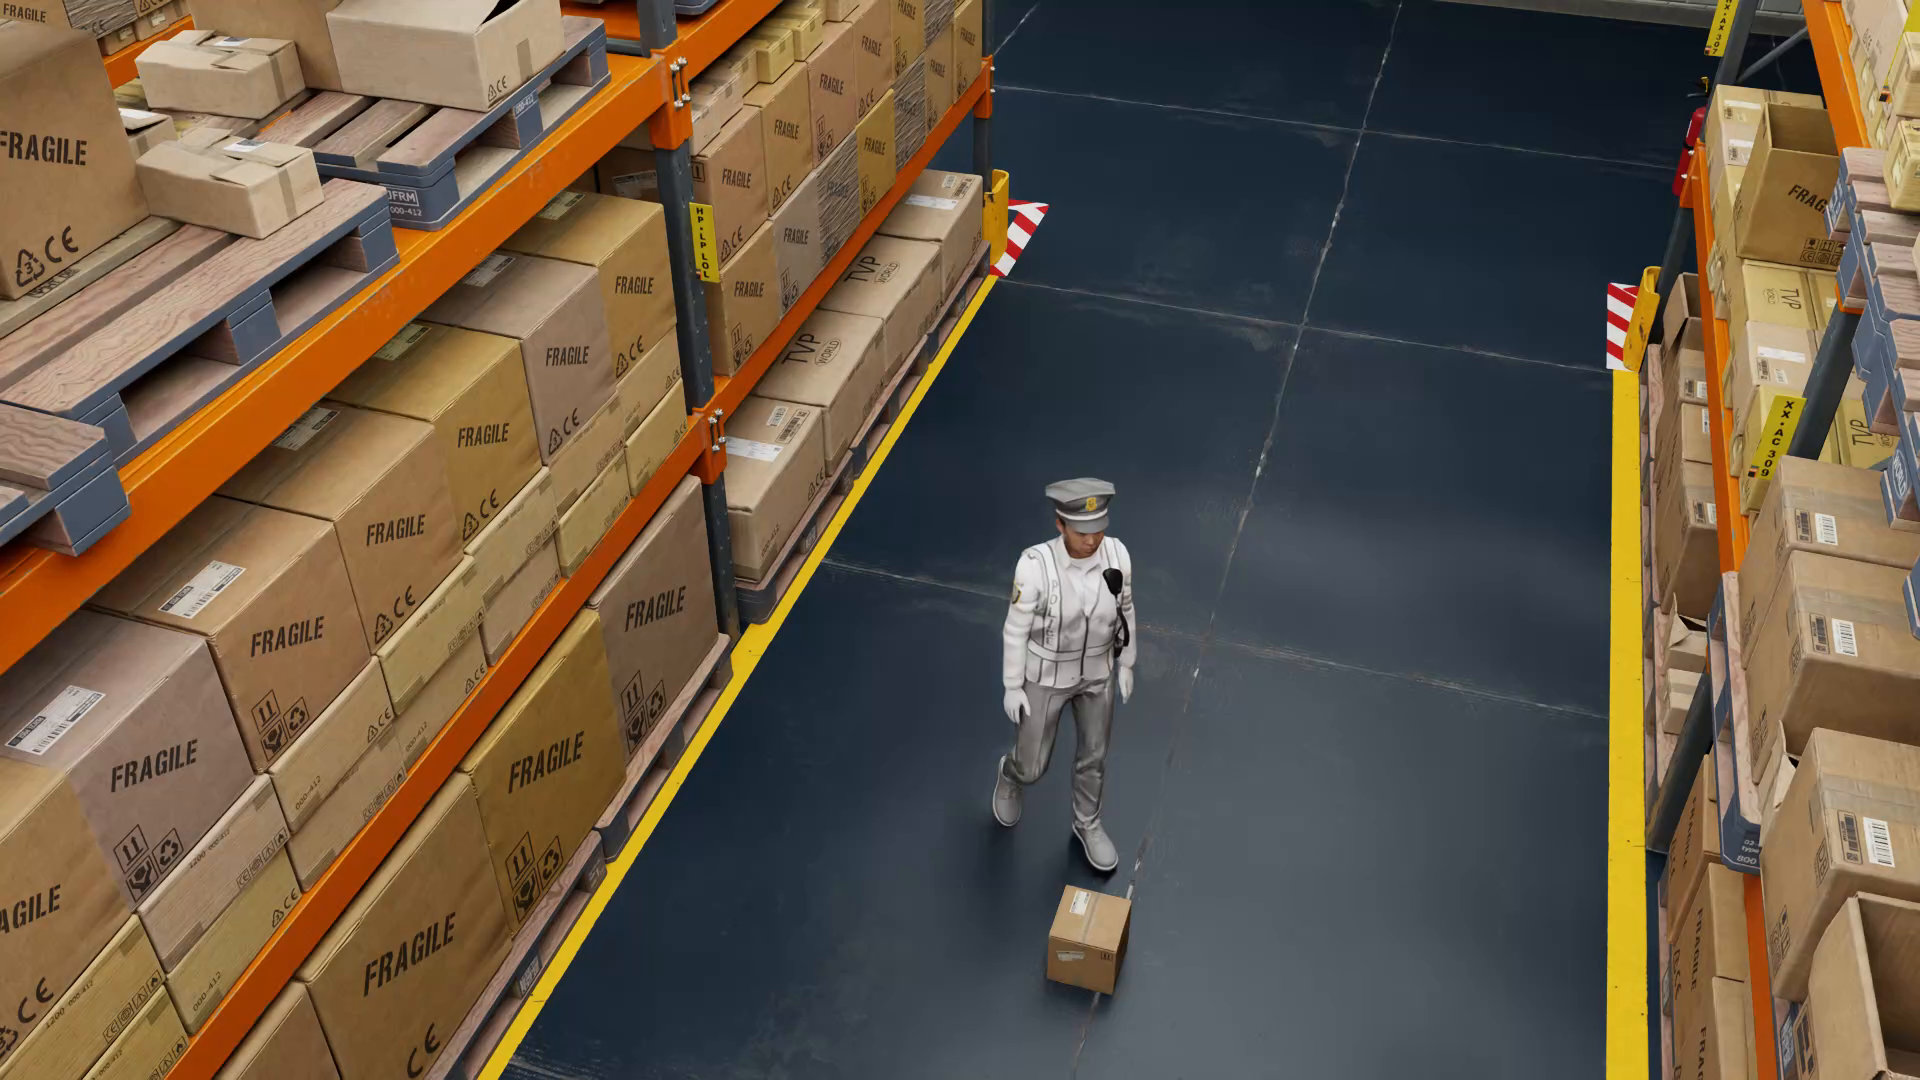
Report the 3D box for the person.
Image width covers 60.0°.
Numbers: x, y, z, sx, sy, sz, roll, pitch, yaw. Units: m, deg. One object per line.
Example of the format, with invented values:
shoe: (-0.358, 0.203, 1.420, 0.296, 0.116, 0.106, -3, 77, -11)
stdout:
person: (0.589, 0.592, 6.062, 0.562, 1.699, 0.361, -3, 37, -4)
